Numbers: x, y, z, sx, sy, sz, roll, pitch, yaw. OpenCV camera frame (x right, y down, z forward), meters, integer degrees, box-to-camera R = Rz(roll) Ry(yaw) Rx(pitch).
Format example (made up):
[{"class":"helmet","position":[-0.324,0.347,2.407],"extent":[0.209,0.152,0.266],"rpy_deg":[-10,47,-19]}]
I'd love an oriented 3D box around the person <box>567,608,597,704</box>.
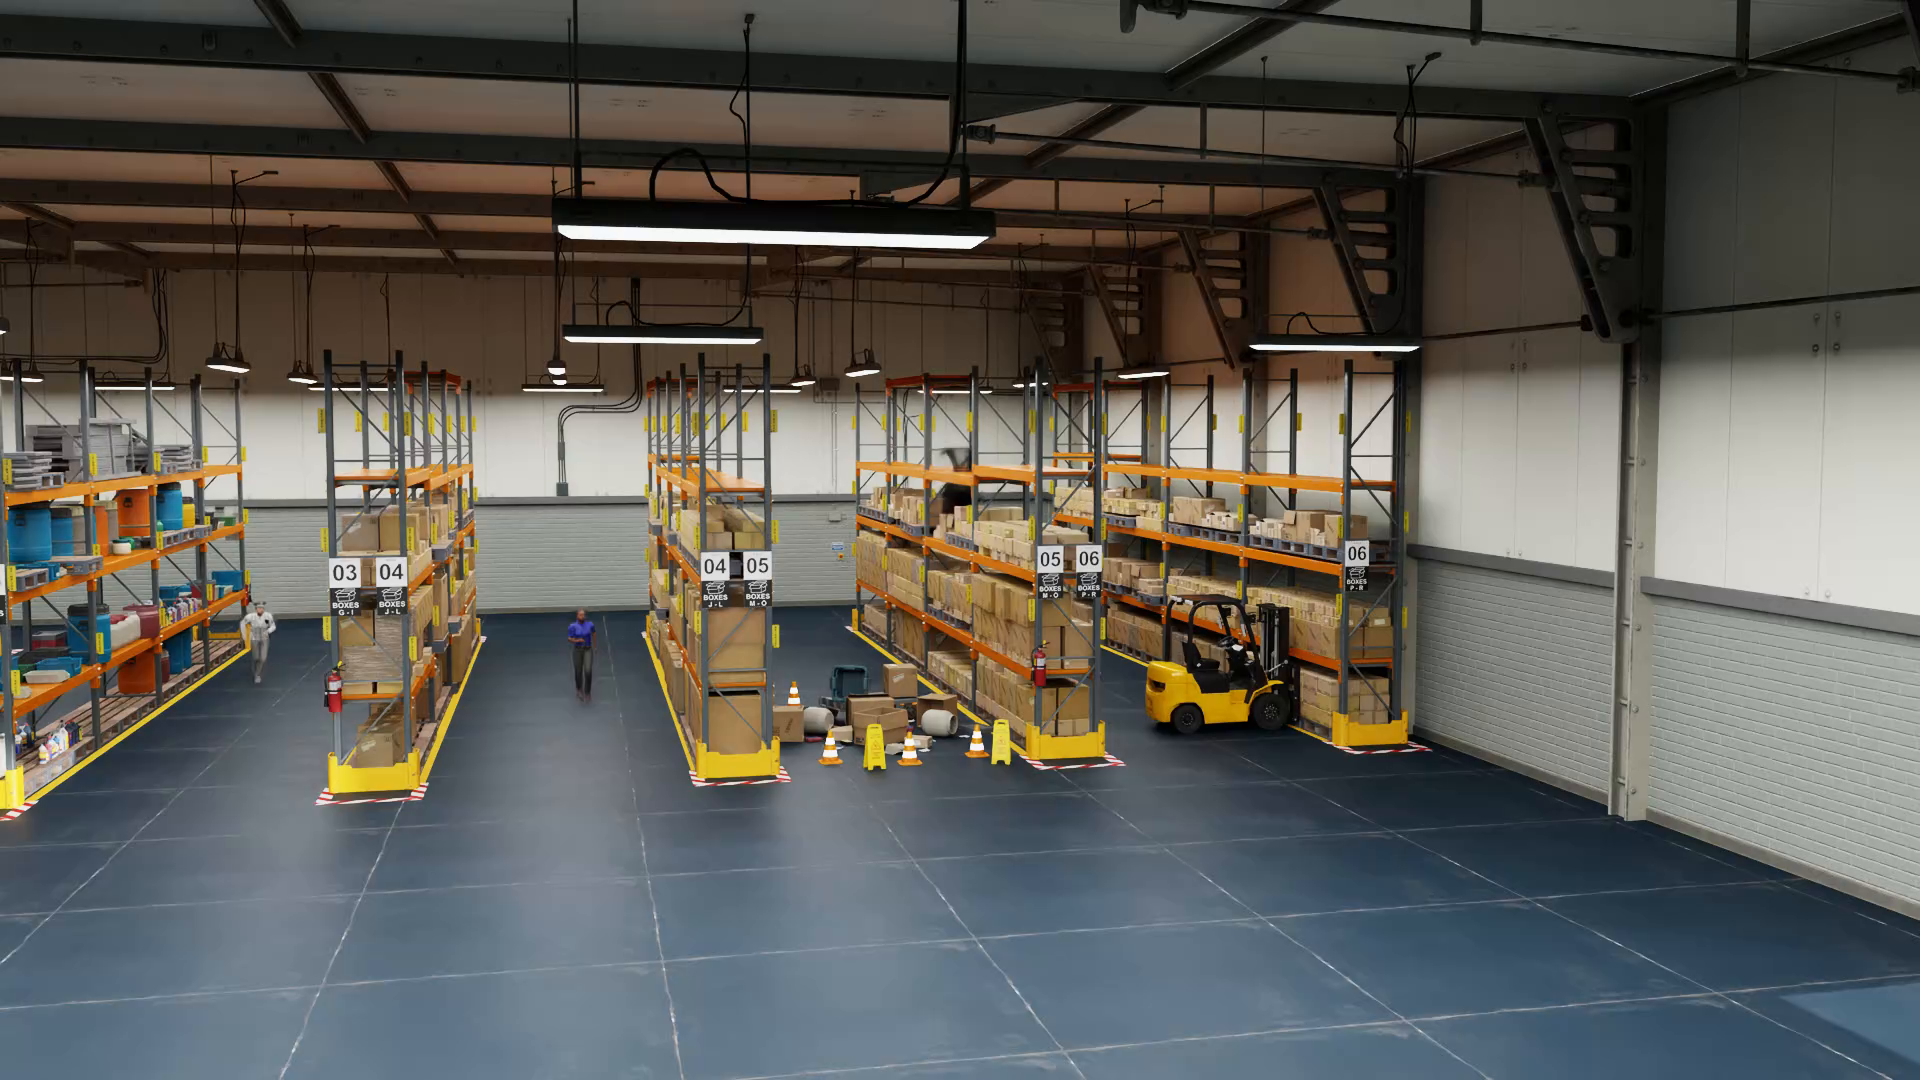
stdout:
[{"class":"person","position":[-6.832,2.084,30.079],"extent":[0.519,1.715,0.847],"rpy_deg":[-1,4,-14]}]

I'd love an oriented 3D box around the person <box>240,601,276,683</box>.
[{"class":"person","position":[-13.581,1.970,32.209],"extent":[0.618,1.616,0.667],"rpy_deg":[-2,5,-31]}]
